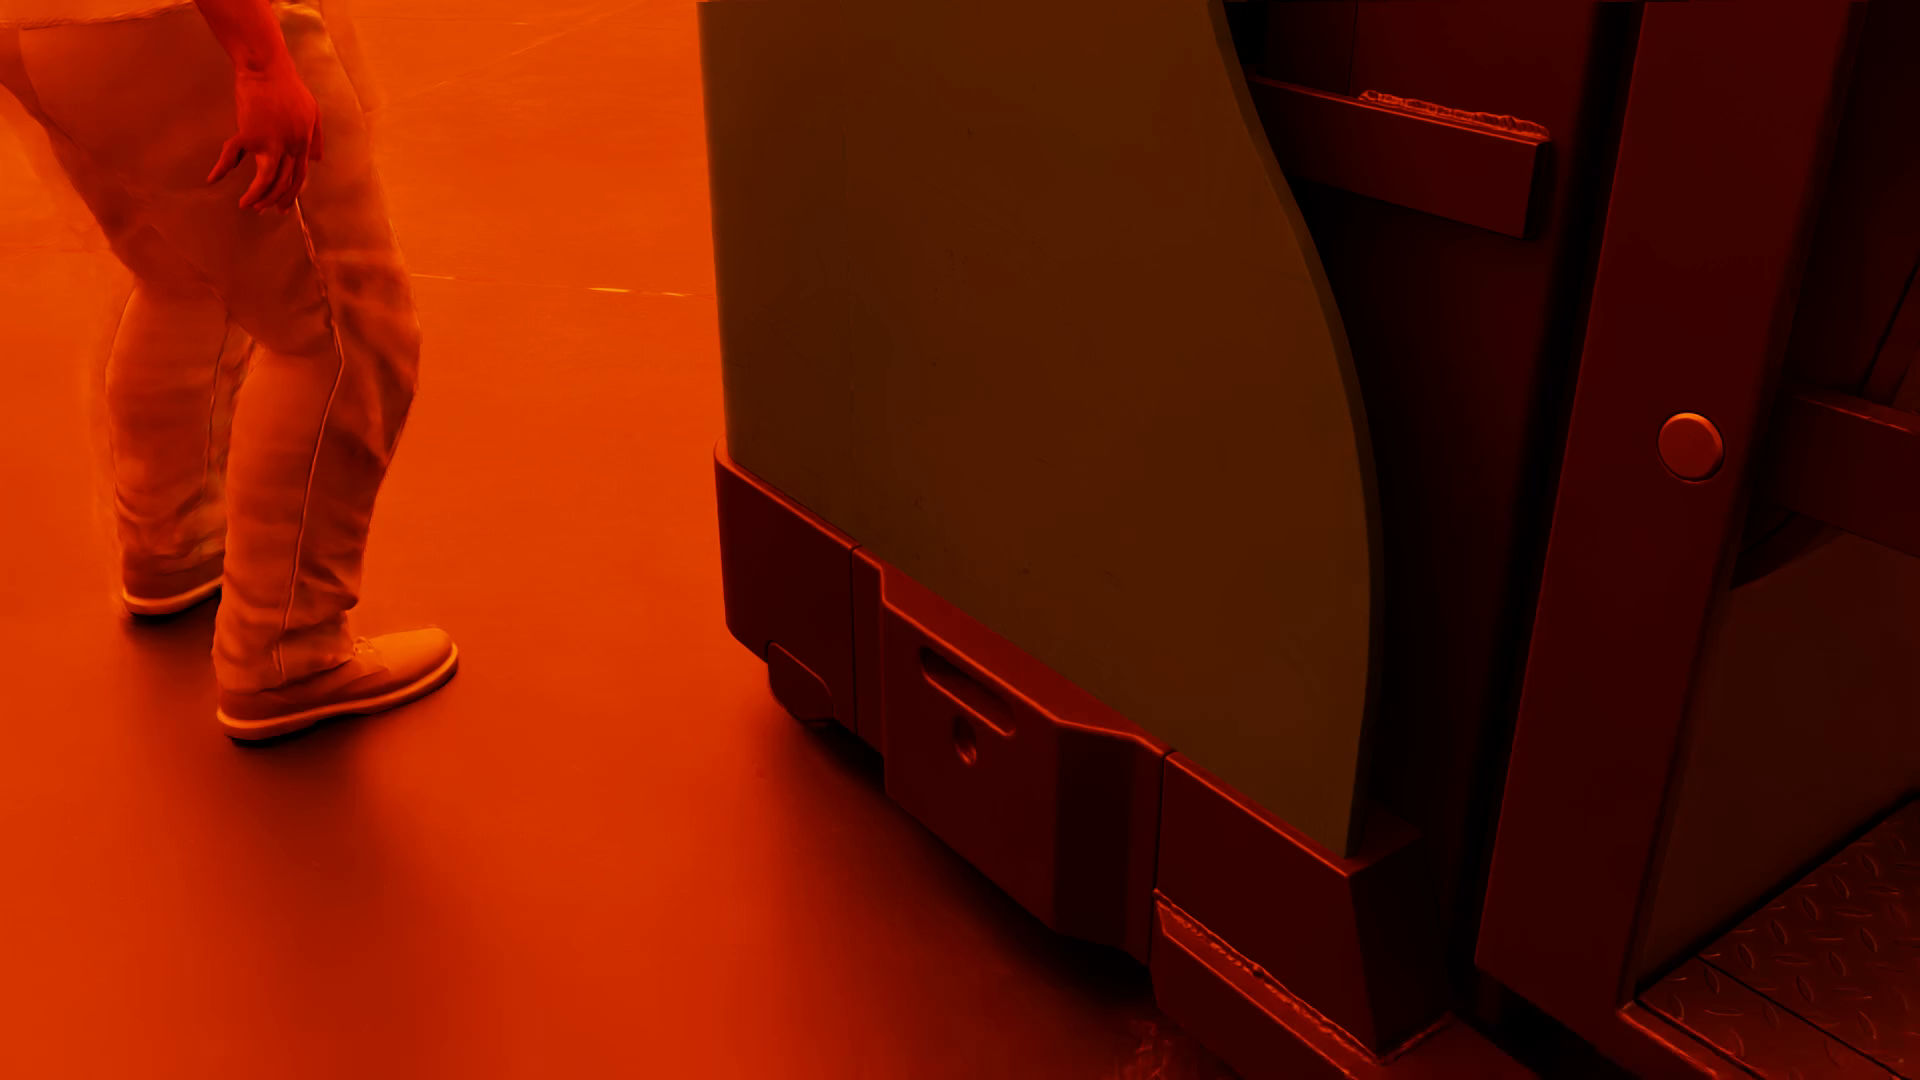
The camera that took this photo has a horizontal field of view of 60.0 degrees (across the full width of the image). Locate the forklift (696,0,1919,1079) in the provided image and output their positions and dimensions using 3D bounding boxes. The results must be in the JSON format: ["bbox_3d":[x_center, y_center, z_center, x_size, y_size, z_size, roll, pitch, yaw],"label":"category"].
[{"bbox_3d":[0.983,-0.752,0.738,1.130,2.935,3.031,-19,32,-32],"label":"forklift"}]

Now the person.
[{"bbox_3d":[-0.865,-0.591,1.854,0.444,1.643,0.740,-20,33,-34],"label":"person"}]
